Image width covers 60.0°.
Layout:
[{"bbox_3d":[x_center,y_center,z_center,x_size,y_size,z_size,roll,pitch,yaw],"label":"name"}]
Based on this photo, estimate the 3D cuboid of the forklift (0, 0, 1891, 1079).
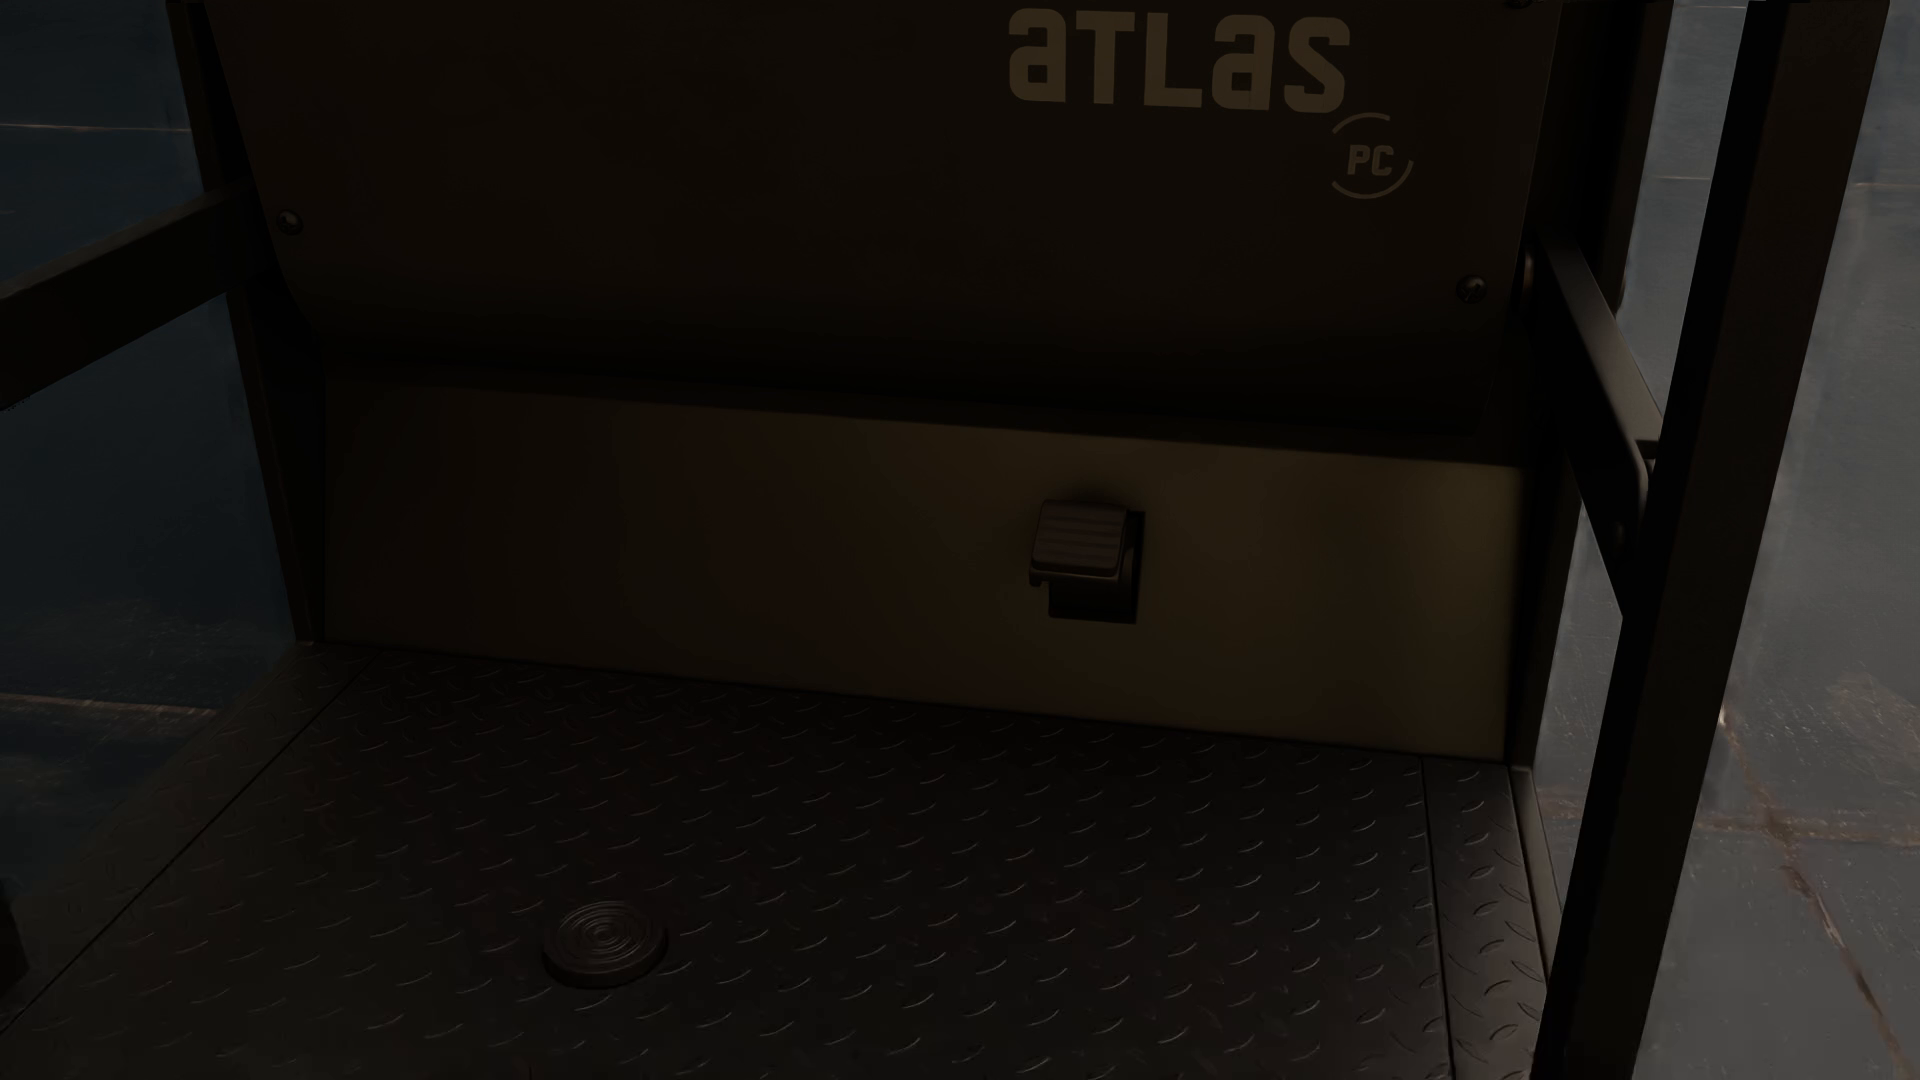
[{"bbox_3d":[-0.111,-0.764,0.748,1.130,2.935,3.031,5,27,10],"label":"forklift"}]
